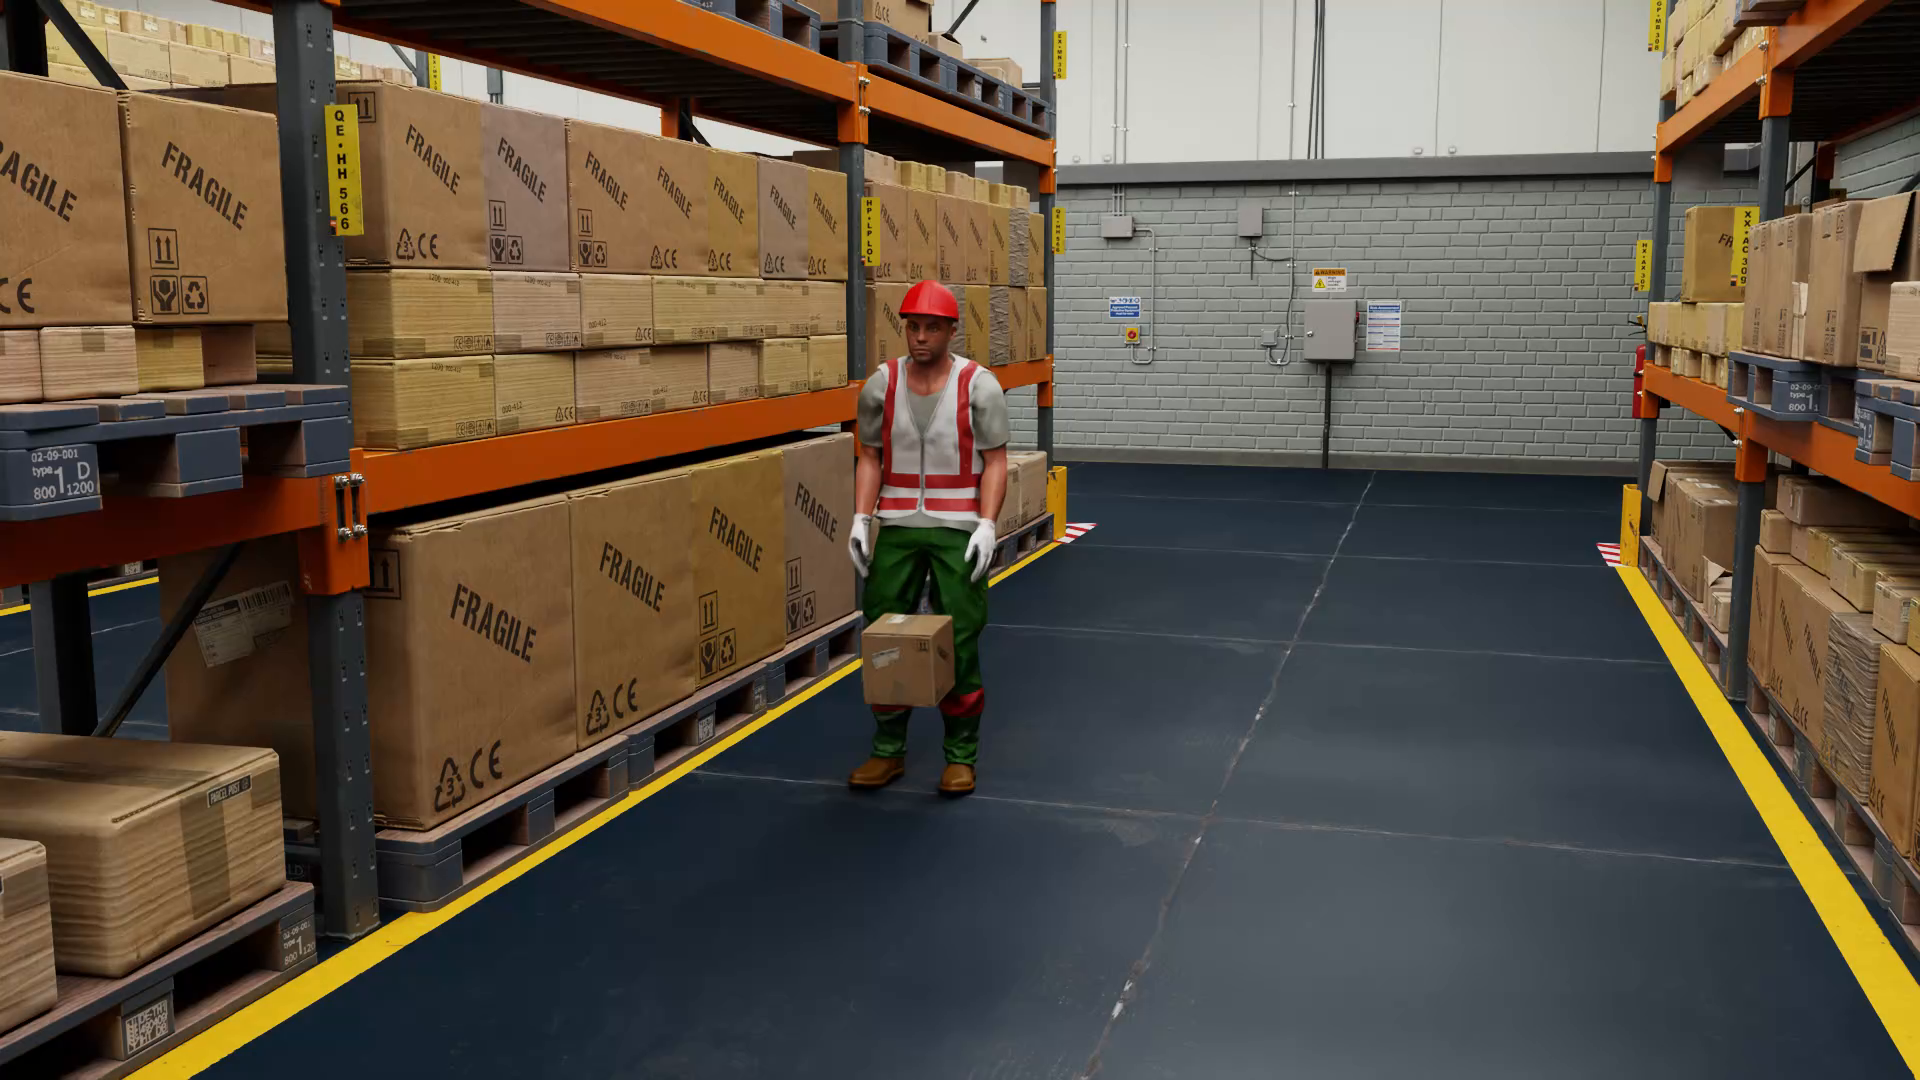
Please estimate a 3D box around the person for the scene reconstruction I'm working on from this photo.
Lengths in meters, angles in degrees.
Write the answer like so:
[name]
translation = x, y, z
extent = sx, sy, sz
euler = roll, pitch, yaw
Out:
[person]
translation = -0.097, -0.008, 5.825
extent = 0.621, 1.781, 0.445
euler = 2, 8, 14
